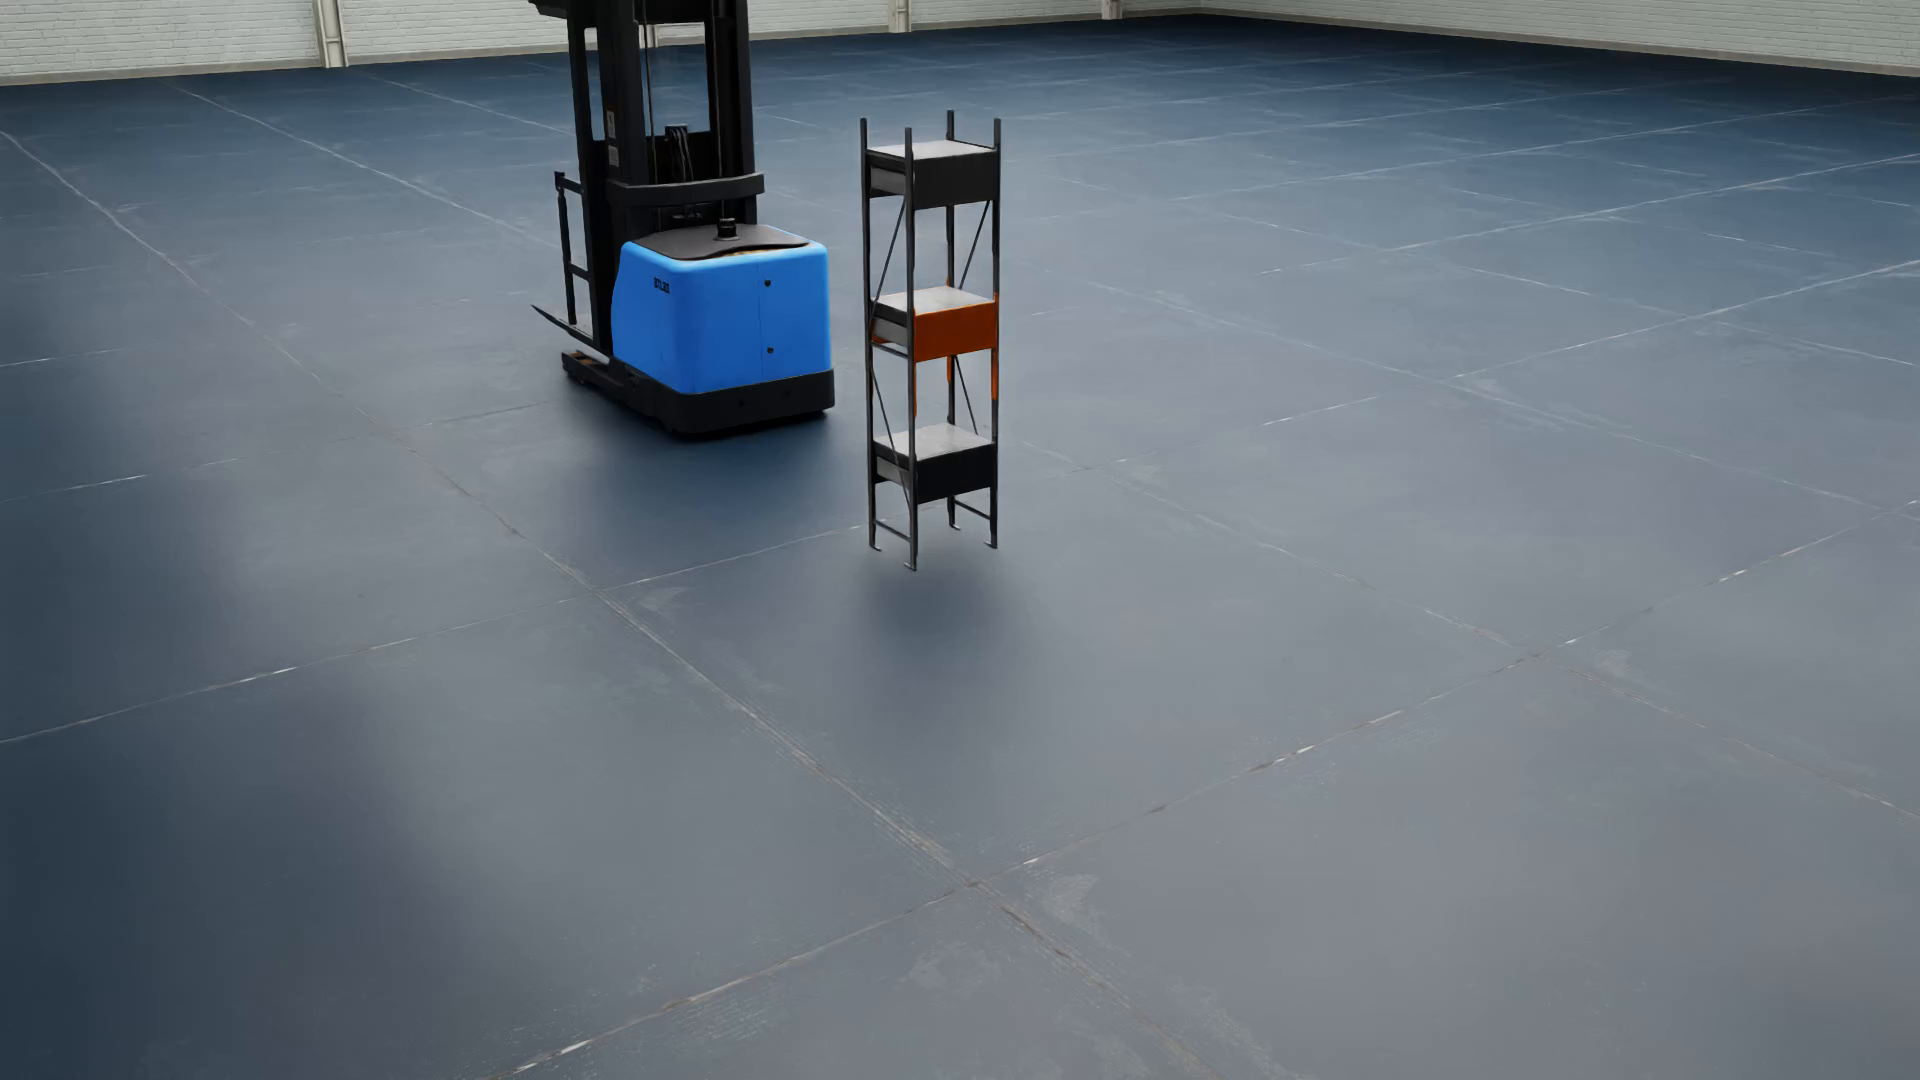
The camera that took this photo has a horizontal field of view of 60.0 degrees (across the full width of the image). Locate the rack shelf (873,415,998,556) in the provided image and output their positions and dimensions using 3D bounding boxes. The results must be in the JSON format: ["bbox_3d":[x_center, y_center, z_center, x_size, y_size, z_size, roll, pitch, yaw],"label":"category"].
[{"bbox_3d":[-0.134,-0.277,8.198,0.480,0.518,0.431,-15,26,-33],"label":"rack shelf"}]

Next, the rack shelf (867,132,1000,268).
[{"bbox_3d":[-0.134,-1.577,7.679,0.480,0.518,0.431,-15,26,-33],"label":"rack shelf"}]

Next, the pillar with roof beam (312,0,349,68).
[{"bbox_3d":[-8.528,-11.252,24.468,0.400,9.000,9.100,-15,26,-33],"label":"pillar with roof beam"}]

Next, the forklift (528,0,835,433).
[{"bbox_3d":[-2.011,-2.482,10.677,1.130,2.935,3.031,-14,26,-31],"label":"forklift"}]

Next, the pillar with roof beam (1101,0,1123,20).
[{"bbox_3d":[6.084,-15.148,34.231,0.400,9.000,9.100,-15,26,-33],"label":"pillar with roof beam"}]

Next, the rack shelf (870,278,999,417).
[{"bbox_3d":[-0.134,-0.927,7.939,0.480,0.518,0.431,-15,26,-33],"label":"rack shelf"}]

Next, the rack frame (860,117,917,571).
[{"bbox_3d":[-0.332,-0.887,7.801,0.015,2.100,0.400,-15,26,-33],"label":"rack frame"}]

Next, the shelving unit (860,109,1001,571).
[{"bbox_3d":[-0.134,-0.939,7.934,0.503,2.100,0.431,-15,26,-33],"label":"shelving unit"}]

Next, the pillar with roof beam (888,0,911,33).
[{"bbox_3d":[1.213,-13.849,30.977,0.400,9.000,9.100,-15,26,-33],"label":"pillar with roof beam"}]

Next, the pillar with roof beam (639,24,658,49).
[{"bbox_3d":[-3.657,-12.550,27.722,0.400,9.000,9.100,-15,26,-33],"label":"pillar with roof beam"}]

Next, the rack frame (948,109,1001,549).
[{"bbox_3d":[0.064,-0.992,8.066,0.015,2.100,0.400,-15,26,-33],"label":"rack frame"}]
